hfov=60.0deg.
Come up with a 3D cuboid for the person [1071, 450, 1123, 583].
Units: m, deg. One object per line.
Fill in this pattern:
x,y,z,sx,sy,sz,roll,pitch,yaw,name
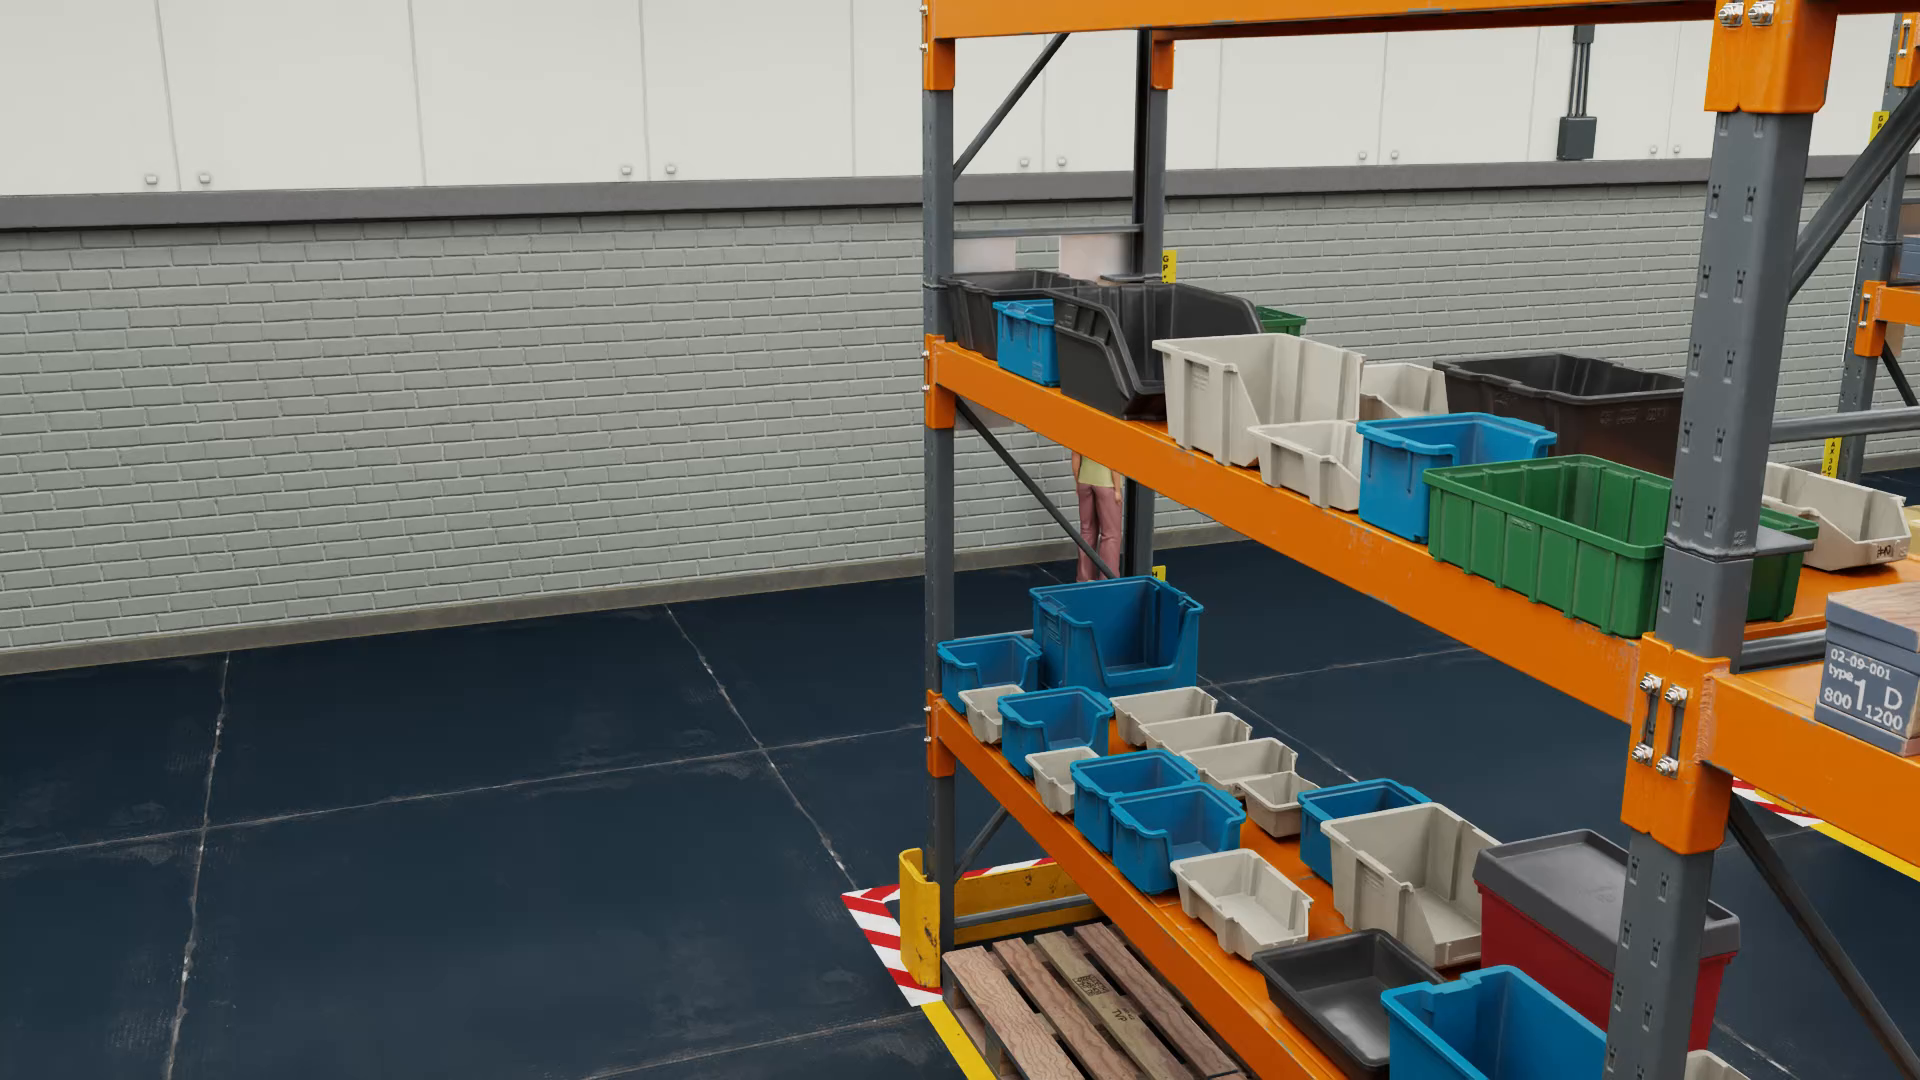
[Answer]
1.041,-0.381,12.390,0.427,1.671,0.389,13,20,38,person
